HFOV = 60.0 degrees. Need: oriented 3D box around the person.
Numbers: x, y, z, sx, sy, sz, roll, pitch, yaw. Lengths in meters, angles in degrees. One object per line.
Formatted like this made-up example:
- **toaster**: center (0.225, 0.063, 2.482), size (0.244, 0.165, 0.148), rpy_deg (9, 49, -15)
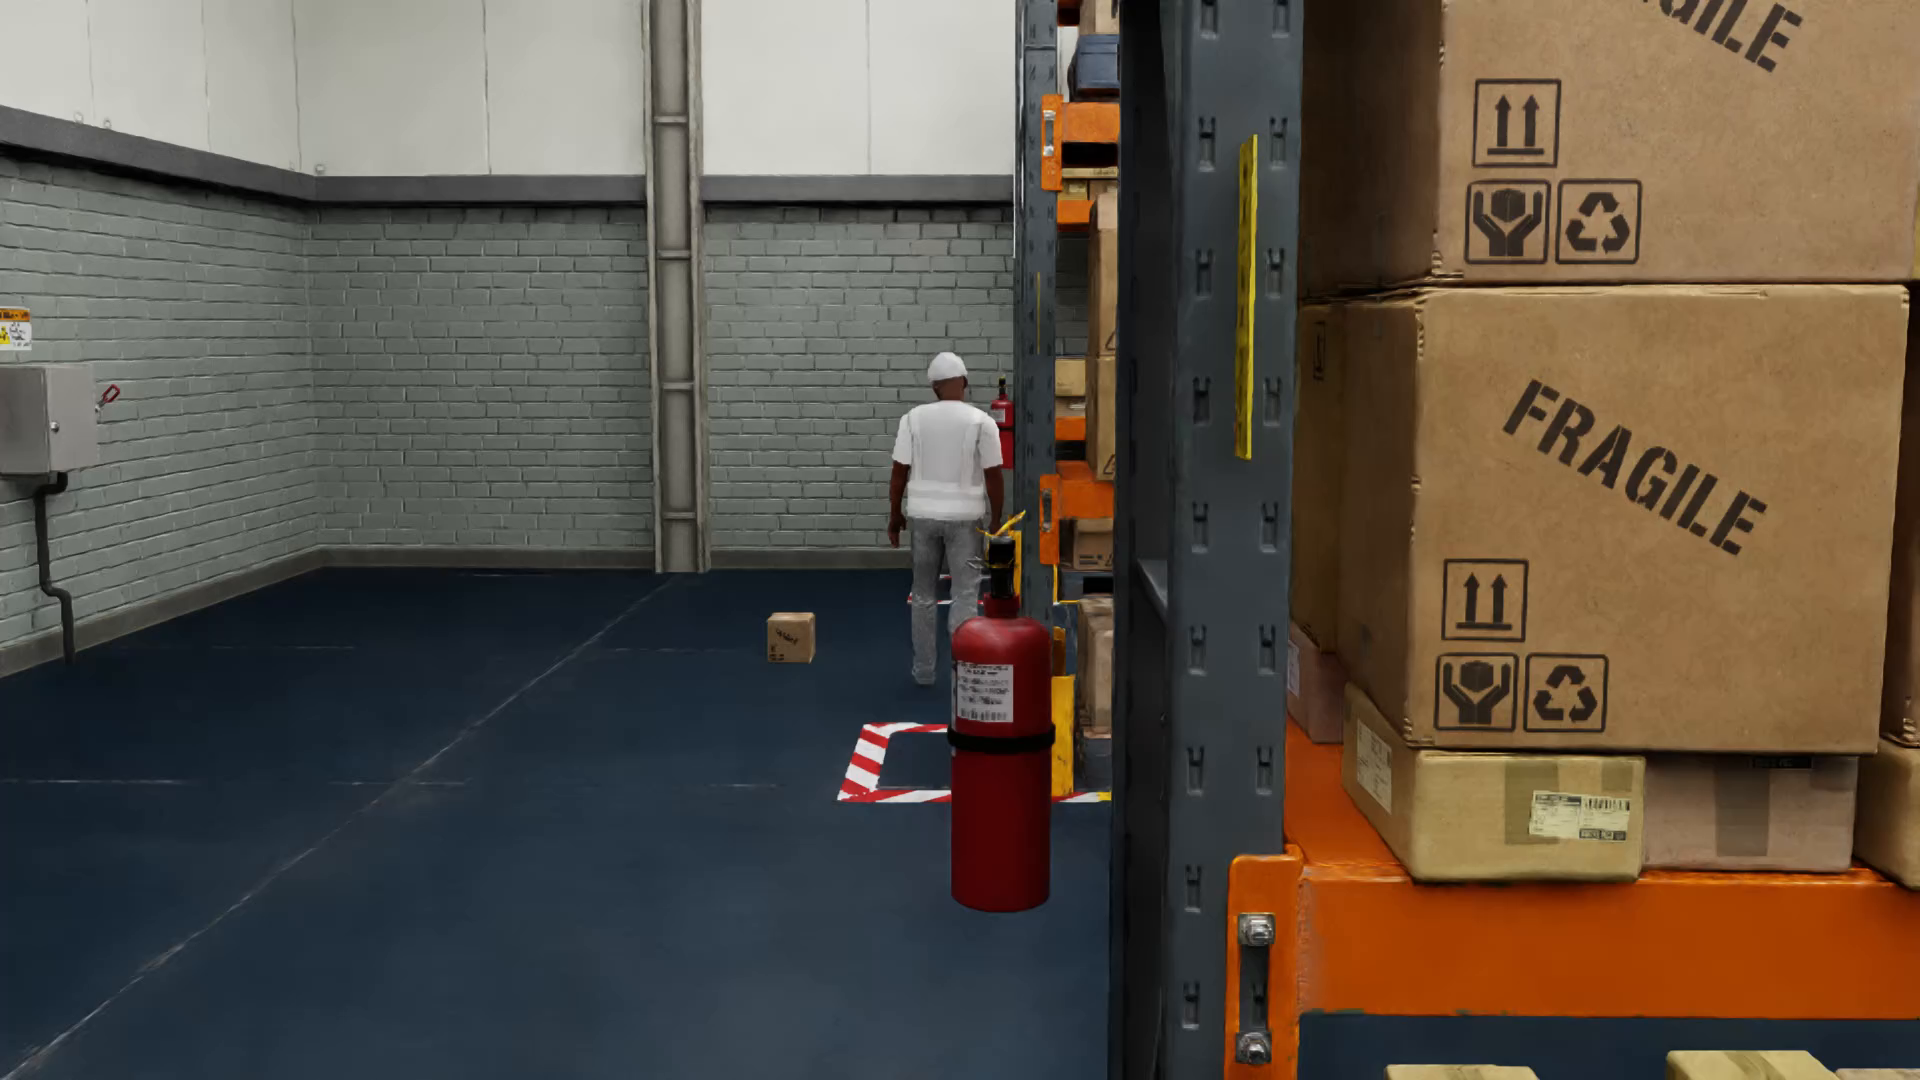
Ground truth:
- **person**: center (-0.071, -0.110, 8.822), size (0.640, 1.768, 0.413), rpy_deg (2, 7, 16)
